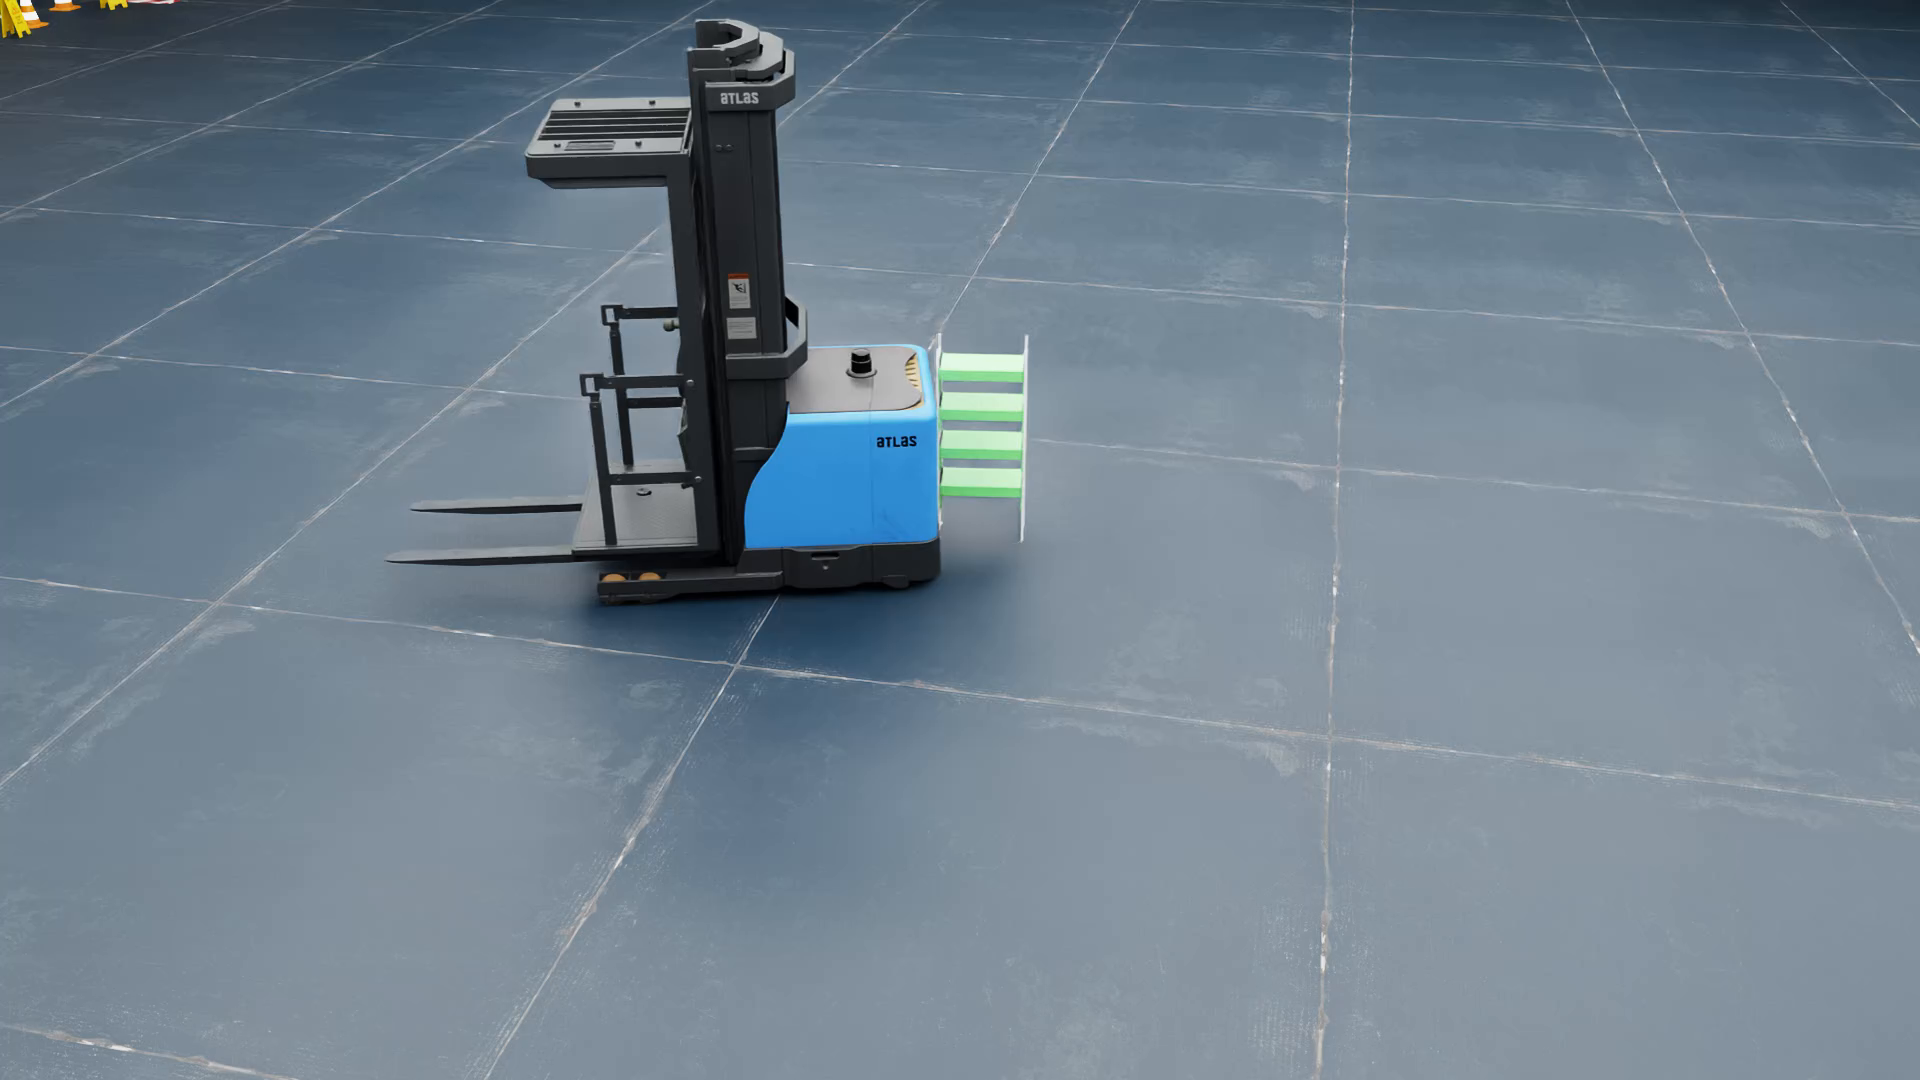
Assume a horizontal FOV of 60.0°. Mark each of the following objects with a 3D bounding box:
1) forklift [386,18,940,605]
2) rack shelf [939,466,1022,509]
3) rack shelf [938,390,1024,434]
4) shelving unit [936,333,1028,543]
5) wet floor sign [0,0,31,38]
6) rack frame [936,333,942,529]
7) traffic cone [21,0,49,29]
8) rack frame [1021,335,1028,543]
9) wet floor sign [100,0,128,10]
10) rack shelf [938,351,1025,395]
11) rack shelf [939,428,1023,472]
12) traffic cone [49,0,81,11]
[{"bbox_3d":[-1.654,-1.195,8.880,3.031,2.935,1.130,-2,29,-4],"label":"forklift"},{"bbox_3d":[0.124,-0.308,9.696,0.480,0.148,0.258,2,29,3],"label":"rack shelf"},{"bbox_3d":[0.124,-0.729,9.465,0.480,0.148,0.258,2,29,3],"label":"rack shelf"},{"bbox_3d":[0.124,-0.575,9.550,0.503,1.200,0.258,2,29,3],"label":"shelving unit"},{"bbox_3d":[-12.402,-6.919,21.716,0.232,0.644,0.267,1,29,2],"label":"wet floor sign"},{"bbox_3d":[-0.119,-0.581,9.562,0.015,1.200,0.240,2,29,3],"label":"rack frame"},{"bbox_3d":[-12.498,-7.128,22.289,0.334,0.463,0.336,6,29,11],"label":"traffic cone"},{"bbox_3d":[0.368,-0.568,9.538,0.015,1.200,0.240,2,29,3],"label":"rack frame"},{"bbox_3d":[-11.946,-7.805,23.335,0.232,0.644,0.267,17,33,28],"label":"wet floor sign"},{"bbox_3d":[0.124,-0.939,9.350,0.480,0.148,0.258,2,29,3],"label":"rack shelf"},{"bbox_3d":[0.124,-0.518,9.581,0.480,0.148,0.258,2,29,3],"label":"rack shelf"},{"bbox_3d":[-12.599,-7.684,23.303,0.334,0.463,0.336,6,29,11],"label":"traffic cone"}]
